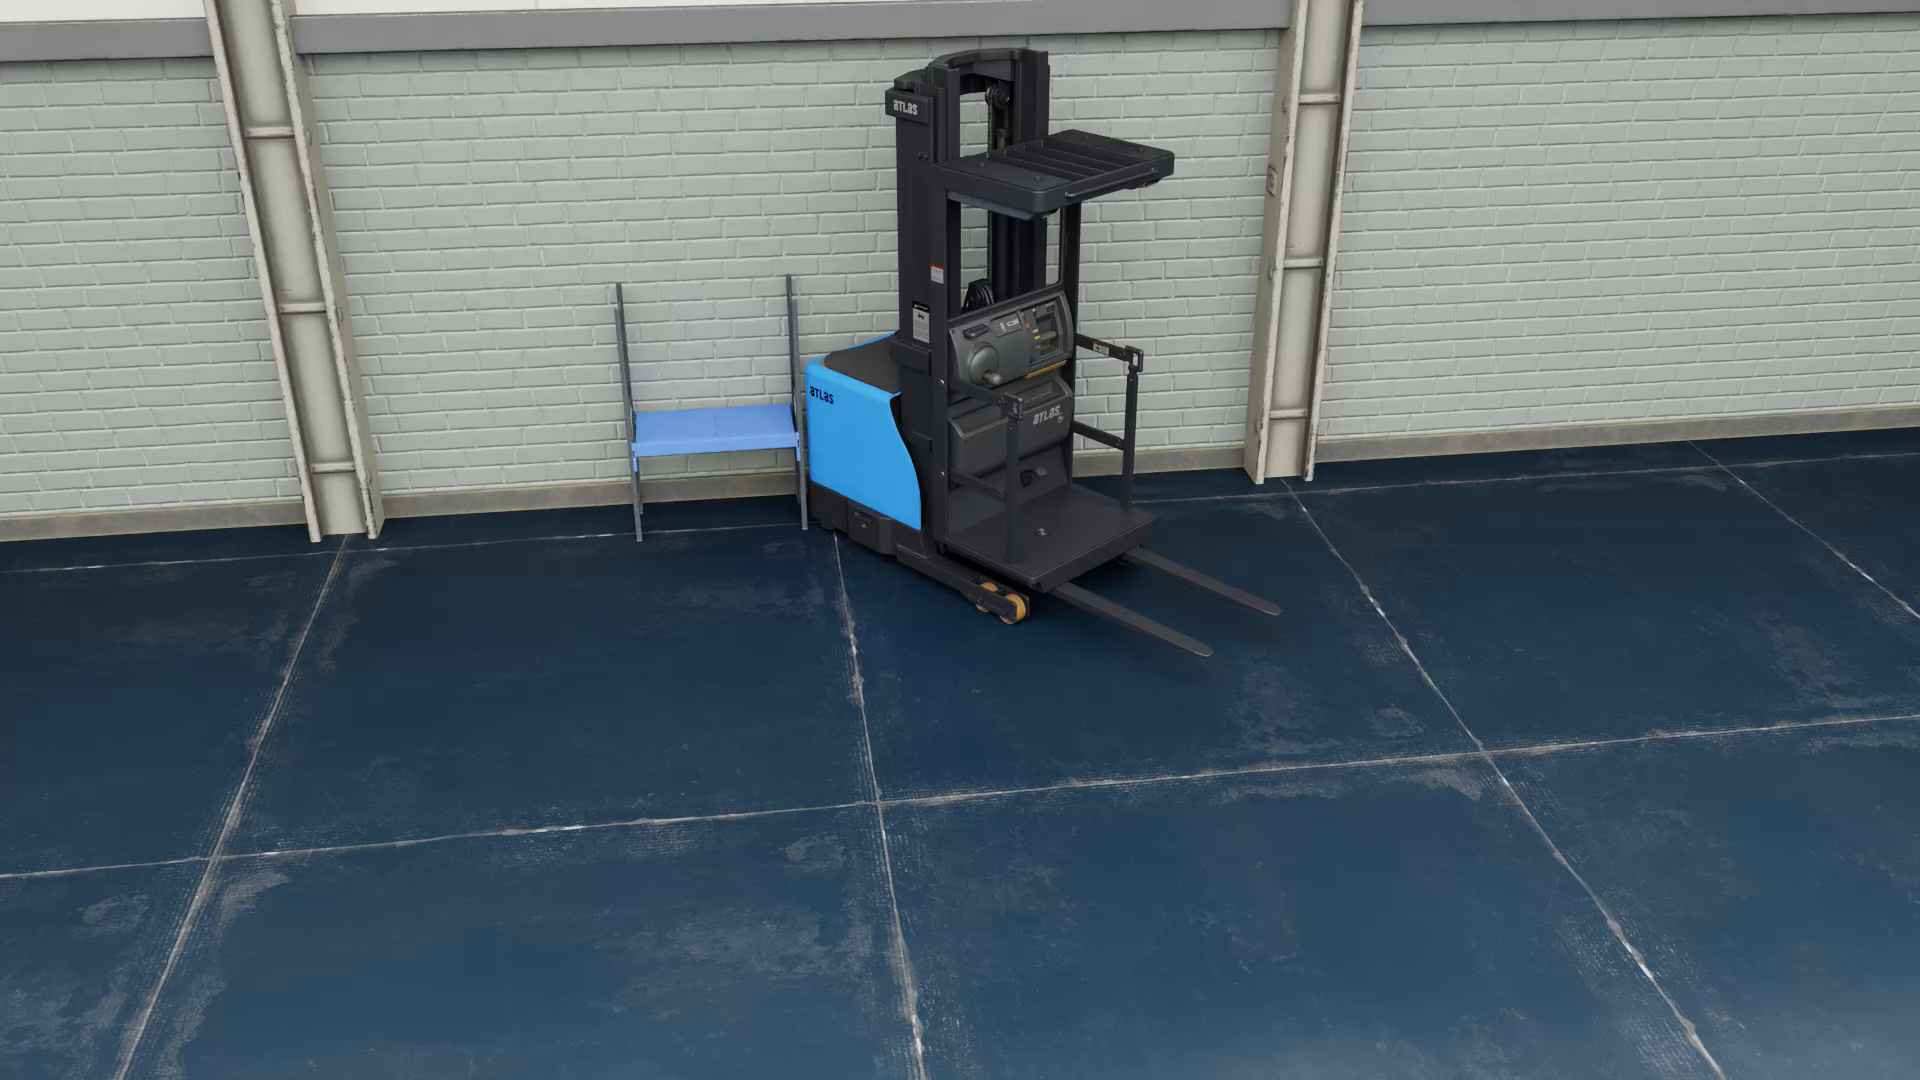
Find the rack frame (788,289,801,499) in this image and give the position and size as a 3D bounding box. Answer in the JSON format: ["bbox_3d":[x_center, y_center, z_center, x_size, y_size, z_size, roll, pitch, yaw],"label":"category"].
[{"bbox_3d":[-1.007,-0.844,10.252,0.013,1.308,0.475,-4,27,-8],"label":"rack frame"}]

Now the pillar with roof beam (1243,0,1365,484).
[{"bbox_3d":[2.724,-2.509,5.282,0.400,9.000,9.100,-4,27,-7],"label":"pillar with roof beam"}]

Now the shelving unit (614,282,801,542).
[{"bbox_3d":[-1.513,-0.806,10.177,1.039,1.500,0.538,-4,27,-8],"label":"shelving unit"}]

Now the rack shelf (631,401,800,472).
[{"bbox_3d":[-1.508,-0.646,10.260,1.000,0.185,0.538,-4,27,-8],"label":"rack shelf"}]

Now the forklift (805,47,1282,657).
[{"bbox_3d":[0.444,-1.100,9.184,1.130,2.935,3.031,-24,36,-39],"label":"forklift"}]

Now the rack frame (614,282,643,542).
[{"bbox_3d":[-2.010,-0.769,10.105,0.032,1.500,0.500,-4,27,-8],"label":"rack frame"}]

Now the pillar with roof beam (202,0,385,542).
[{"bbox_3d":[-3.218,-2.127,4.539,0.400,9.000,9.100,-4,27,-7],"label":"pillar with roof beam"}]
